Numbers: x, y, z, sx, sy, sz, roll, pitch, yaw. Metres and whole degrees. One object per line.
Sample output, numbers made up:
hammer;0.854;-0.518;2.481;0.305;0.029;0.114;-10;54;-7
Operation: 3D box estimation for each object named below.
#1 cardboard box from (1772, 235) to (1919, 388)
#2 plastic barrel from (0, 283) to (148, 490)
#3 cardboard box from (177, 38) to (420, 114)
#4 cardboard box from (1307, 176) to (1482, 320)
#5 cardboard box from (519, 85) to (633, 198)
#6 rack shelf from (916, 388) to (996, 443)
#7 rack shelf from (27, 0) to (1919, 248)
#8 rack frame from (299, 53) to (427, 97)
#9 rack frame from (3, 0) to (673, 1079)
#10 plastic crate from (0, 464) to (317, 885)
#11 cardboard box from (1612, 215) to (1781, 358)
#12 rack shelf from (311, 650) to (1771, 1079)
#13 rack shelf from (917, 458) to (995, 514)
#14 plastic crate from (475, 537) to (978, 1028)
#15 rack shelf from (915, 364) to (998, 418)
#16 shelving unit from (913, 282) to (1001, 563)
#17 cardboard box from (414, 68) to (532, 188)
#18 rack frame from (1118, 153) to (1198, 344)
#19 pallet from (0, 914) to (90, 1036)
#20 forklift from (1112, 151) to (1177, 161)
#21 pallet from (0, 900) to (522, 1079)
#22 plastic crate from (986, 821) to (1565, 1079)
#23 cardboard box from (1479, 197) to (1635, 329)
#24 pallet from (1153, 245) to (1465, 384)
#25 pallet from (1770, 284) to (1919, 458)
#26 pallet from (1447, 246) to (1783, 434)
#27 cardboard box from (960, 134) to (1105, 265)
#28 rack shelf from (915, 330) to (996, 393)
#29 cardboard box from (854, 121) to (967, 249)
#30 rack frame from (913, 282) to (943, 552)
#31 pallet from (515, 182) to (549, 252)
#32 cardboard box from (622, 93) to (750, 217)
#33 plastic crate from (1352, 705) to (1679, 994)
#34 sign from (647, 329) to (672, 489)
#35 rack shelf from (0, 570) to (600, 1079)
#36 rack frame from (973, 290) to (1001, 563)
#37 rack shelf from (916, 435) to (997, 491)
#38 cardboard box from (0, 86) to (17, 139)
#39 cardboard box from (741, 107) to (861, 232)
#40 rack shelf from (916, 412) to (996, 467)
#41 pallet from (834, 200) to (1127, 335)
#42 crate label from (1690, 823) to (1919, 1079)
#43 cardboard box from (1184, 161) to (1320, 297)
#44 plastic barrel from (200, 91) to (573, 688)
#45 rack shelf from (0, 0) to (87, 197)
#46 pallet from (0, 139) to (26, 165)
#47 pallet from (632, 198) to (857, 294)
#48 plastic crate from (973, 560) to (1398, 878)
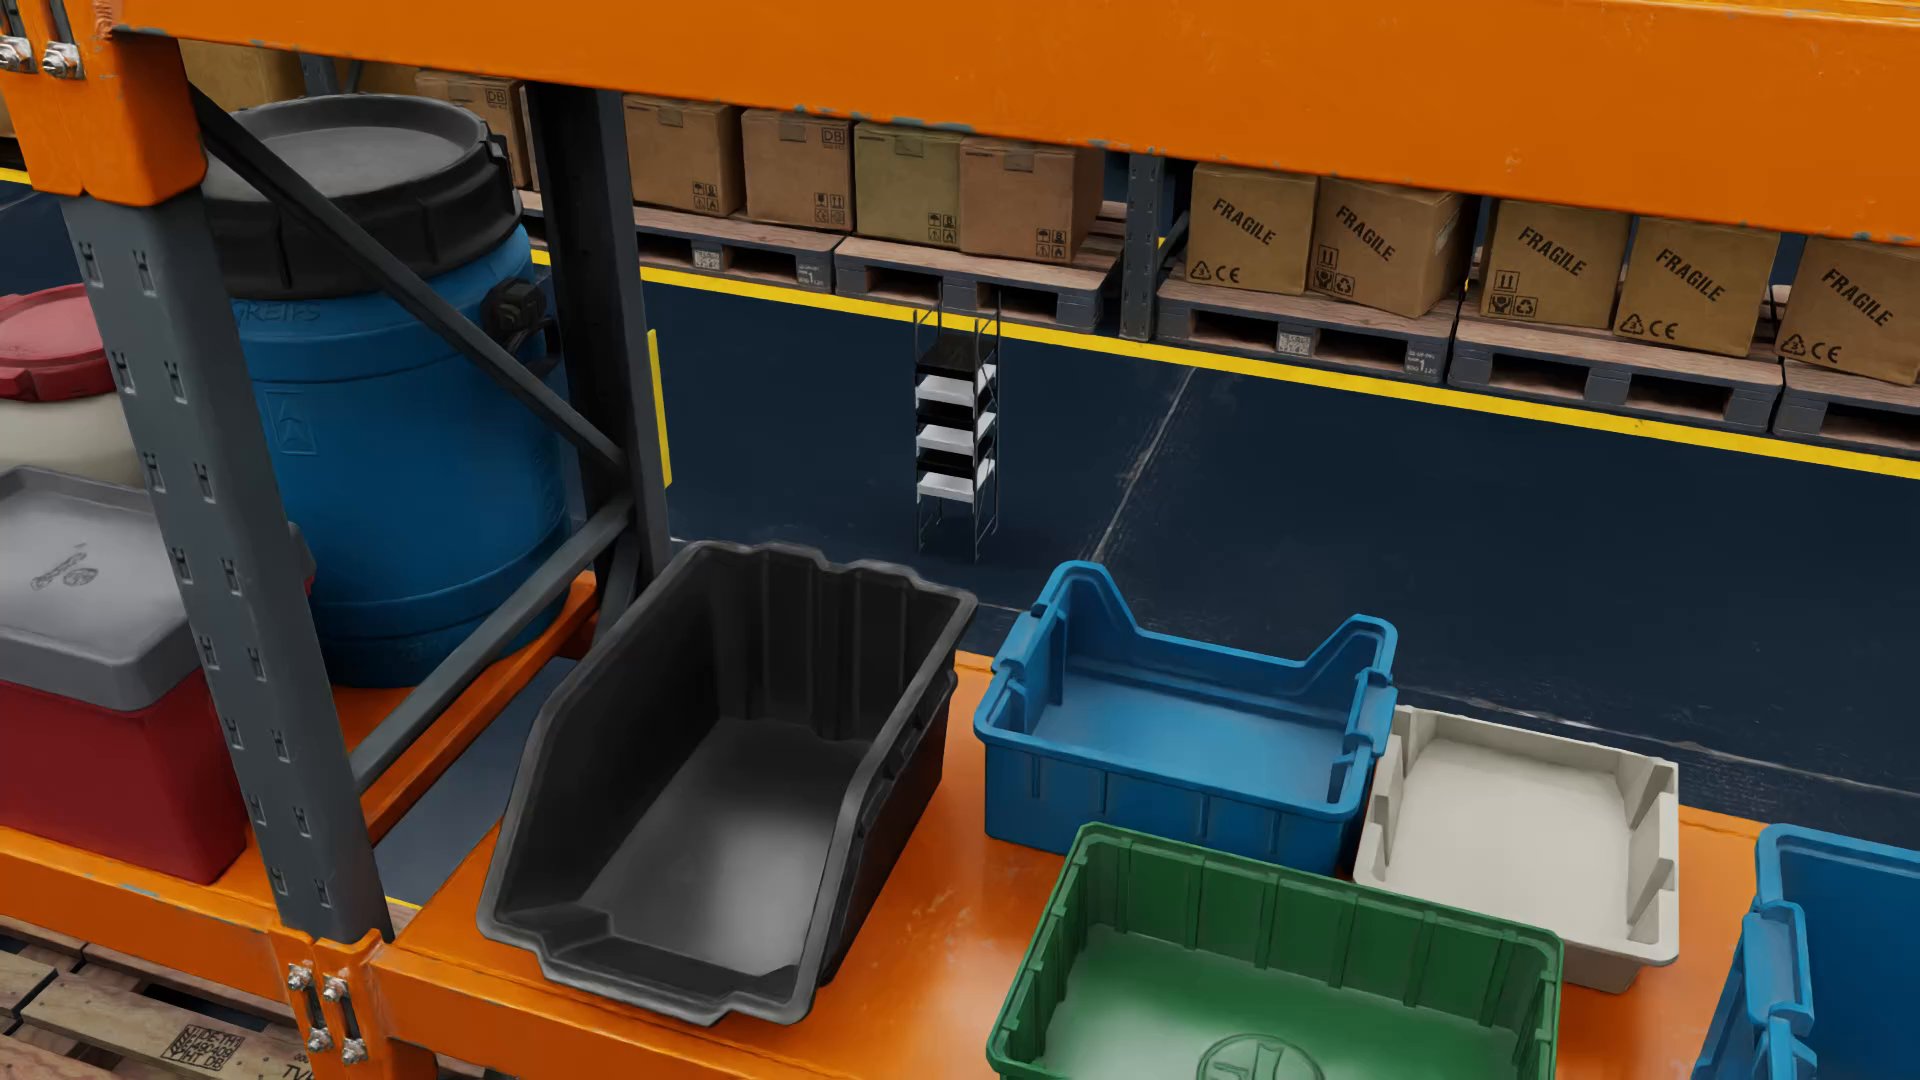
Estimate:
cardboard box;3.511;-0.966;6.398;0.500;0.500;0.500;21;38;29
plastic barrel;-1.596;-0.172;3.126;0.433;0.535;0.433;0;33;0
cardboard box;-3.506;-2.510;8.443;0.875;0.875;1.225;9;34;14
cardboard box;1.807;-1.289;6.898;0.500;0.500;0.500;23;39;31
cardboard box;-1.700;-2.016;8.006;0.500;0.500;0.700;8;34;12
rack shelf;-0.008;-0.427;5.477;0.200;0.077;0.258;11;34;16
rack shelf;1.114;-0.420;1.532;4.000;0.370;1.077;11;34;16
rack frame;-2.864;-3.089;7.769;0.127;3.000;1.000;11;34;16
rack frame;-0.769;0.172;2.718;0.127;3.000;1.000;11;34;16
plastic crate;-1.328;0.213;2.596;0.583;0.464;0.402;11;34;16
cardboard box;2.928;-1.090;6.590;0.500;0.500;0.500;14;35;21
rack shelf;1.114;0.840;2.346;4.000;0.370;1.077;11;34;16
rack shelf;-0.008;-0.200;5.624;0.200;0.077;0.258;11;34;16
plastic crate;-0.319;0.359;2.486;0.504;0.338;0.767;11;34;16
rack shelf;-0.008;-0.503;5.429;0.200;0.077;0.258;11;34;16
shelving unit;-0.008;-0.380;5.508;0.210;0.900;0.258;11;34;16
cardboard box;-2.226;-2.111;8.153;0.500;0.500;0.700;9;34;14
rack frame;0.902;-2.357;6.635;0.127;3.000;1.000;11;34;16
pallet;-2.674;0.997;4.010;1.213;0.211;1.003;11;34;16
forklift;1.764;-3.900;9.088;1.130;2.935;3.031;11;34;16
pallet;-1.522;1.220;3.666;1.213;0.211;1.003;11;34;16
plastic crate;0.413;0.654;2.167;0.662;0.188;0.450;11;34;16
cardboard box;2.418;-1.215;6.784;0.500;0.500;0.500;8;34;12
pallet;1.546;-1.080;7.229;1.213;0.211;1.003;11;34;16
pallet;3.843;-0.634;6.537;1.213;0.211;1.003;11;34;16
pallet;2.698;-0.858;6.884;1.213;0.211;1.003;11;34;16
cardboard box;0.331;-1.615;7.385;0.500;0.500;0.700;8;34;13
rack shelf;-0.008;-0.578;5.380;0.200;0.077;0.258;11;34;16
cardboard box;-0.112;-1.712;7.535;0.500;0.500;0.700;11;34;16
rack frame;-0.103;-0.398;5.537;0.006;0.900;0.240;11;34;16
pallet;-2.129;-1.774;8.302;1.213;0.211;1.003;11;34;16
cardboard box;-1.164;-1.916;7.851;0.500;0.500;0.700;14;35;20
plastic crate;0.845;0.451;2.529;0.437;0.136;0.530;11;34;16
sign;-0.573;-0.223;3.075;0.005;0.325;0.100;11;34;16
rack shelf;-2.652;0.108;3.480;4.000;0.370;1.077;11;34;16
rack frame;0.088;-0.361;5.479;0.006;0.900;0.240;11;34;16
rack shelf;-0.008;-0.276;5.575;0.200;0.077;0.258;11;34;16
cardboard box;-4.343;-2.677;8.702;0.875;0.875;1.225;11;34;17
cardboard box;-0.638;-1.814;7.693;0.500;0.500;0.700;8;34;12
rack shelf;-0.008;-0.352;5.526;0.200;0.077;0.258;11;34;16
pallet;0.168;-1.327;7.611;1.213;0.211;1.003;11;34;16
crate label;1.172;0.691;1.882;0.616;0.435;0.502;11;34;16
cardboard box;1.265;-1.389;7.054;0.500;0.500;0.500;10;34;15
plastic barrel;-1.031;-0.264;2.931;0.708;0.901;0.600;11;34;16
rack shelf;-2.652;-1.152;2.666;4.000;0.370;1.077;11;34;16
pallet;-4.725;-2.324;9.155;1.213;0.211;1.003;11;34;16
pallet;-0.984;-1.549;7.955;1.213;0.211;1.003;11;34;16
plastic crate;0.364;0.299;2.659;0.616;0.251;0.499;11;34;16
